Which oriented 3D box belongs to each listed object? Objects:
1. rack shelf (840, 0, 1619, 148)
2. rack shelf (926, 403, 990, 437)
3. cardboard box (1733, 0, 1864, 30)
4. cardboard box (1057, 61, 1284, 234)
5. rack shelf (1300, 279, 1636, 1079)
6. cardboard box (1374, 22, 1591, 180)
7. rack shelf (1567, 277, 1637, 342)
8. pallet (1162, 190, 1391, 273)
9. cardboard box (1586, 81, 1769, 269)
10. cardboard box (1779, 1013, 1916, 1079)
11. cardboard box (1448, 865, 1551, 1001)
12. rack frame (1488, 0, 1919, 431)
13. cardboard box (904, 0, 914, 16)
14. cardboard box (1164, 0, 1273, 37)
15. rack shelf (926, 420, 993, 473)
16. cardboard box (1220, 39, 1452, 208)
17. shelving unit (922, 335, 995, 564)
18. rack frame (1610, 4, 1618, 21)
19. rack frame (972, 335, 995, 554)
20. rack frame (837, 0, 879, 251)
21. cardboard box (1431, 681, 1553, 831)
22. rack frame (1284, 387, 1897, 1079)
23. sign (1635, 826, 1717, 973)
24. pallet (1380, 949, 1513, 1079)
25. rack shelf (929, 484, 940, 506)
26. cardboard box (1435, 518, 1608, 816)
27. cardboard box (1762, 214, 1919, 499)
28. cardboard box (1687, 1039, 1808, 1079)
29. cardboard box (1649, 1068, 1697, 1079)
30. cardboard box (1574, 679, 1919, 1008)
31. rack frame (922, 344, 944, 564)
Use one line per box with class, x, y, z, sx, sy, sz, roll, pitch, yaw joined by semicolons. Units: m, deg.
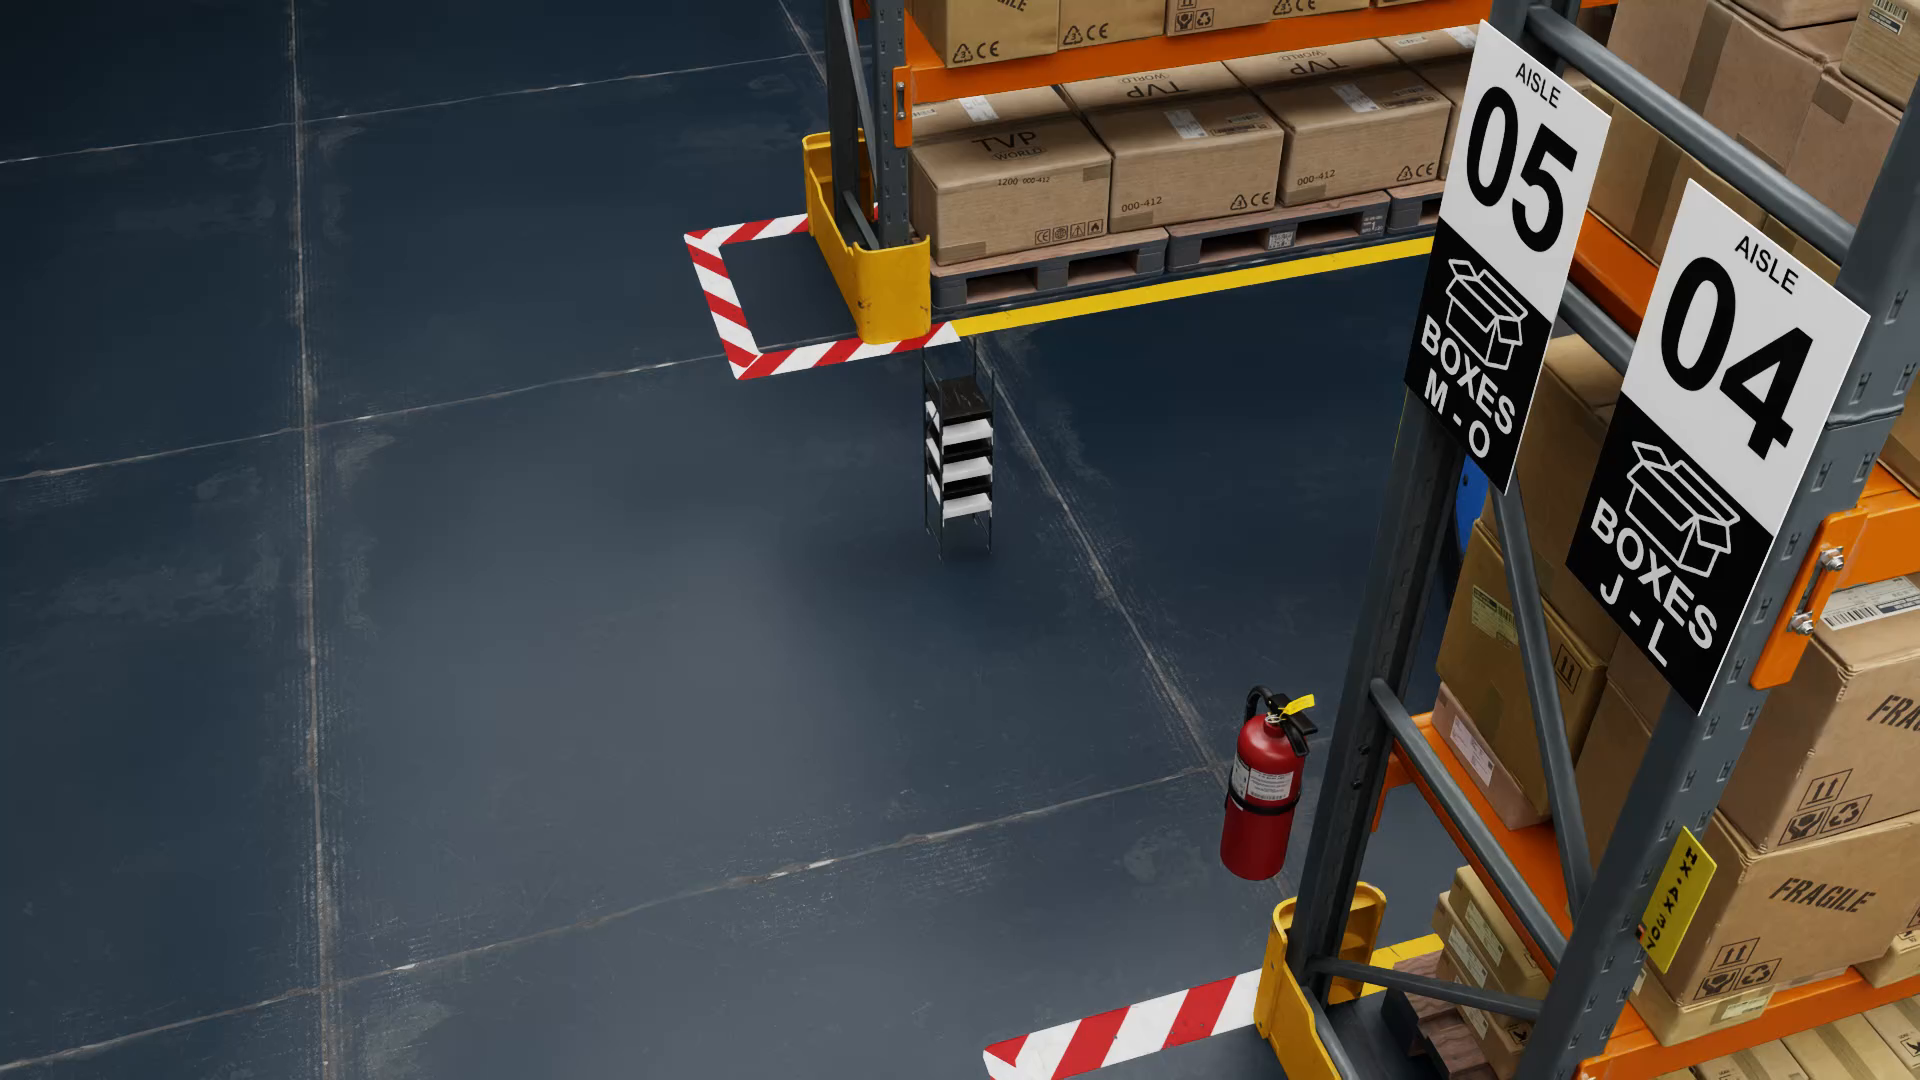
rack shelf;1.471;-2.563;7.950;4.000;0.370;1.077;-12;42;-13
rack shelf;6.915;-0.361;3.628;12.128;3.443;8.407;-12;42;-13
cardboard box;1.375;-1.014;2.782;0.250;0.149;0.380;-12;43;-13
cardboard box;1.033;-2.011;8.400;0.875;0.438;0.875;-11;42;-12
rack shelf;1.147;0.650;3.726;0.053;2.616;0.949;-12;42;-13
cardboard box;2.747;-2.366;8.806;0.875;0.438;0.875;-12;43;-14
rack shelf;3.054;-0.660;3.384;3.687;0.071;0.831;-12;42;-13
pallet;1.464;-1.834;8.689;1.213;0.211;1.003;-12;42;-13
cardboard box;1.501;-0.681;3.084;0.500;0.250;0.500;-13;43;-14
cardboard box;2.254;1.350;4.321;0.250;0.149;0.380;-12;43;-13
cardboard box;1.575;1.076;4.634;0.250;0.149;0.380;-11;42;-13
rack frame;1.146;-1.611;1.755;0.127;3.000;1.000;-12;42;-13
cardboard box;-0.056;-2.738;7.528;0.500;0.500;0.500;-11;42;-13
cardboard box;1.072;-2.598;7.367;0.500;0.500;0.500;-12;43;-13
rack shelf;-0.008;-0.380;6.415;0.200;0.077;0.258;-12;42;-13
cardboard box;1.893;-2.188;8.603;0.875;0.438;0.875;-13;43;-14
shelving unit;6.907;-0.138;3.832;12.137;4.047;8.426;-12;42;-13
rack frame;3.377;-3.231;8.169;0.053;2.616;0.949;-12;42;-13
rack frame;0.089;-0.357;6.475;0.006;0.900;0.240;-12;42;-13
rack frame;-0.438;-2.441;7.264;0.053;2.616;0.949;-12;42;-13
cardboard box;1.372;0.501;4.088;0.250;0.149;0.380;-12;42;-13
rack frame;1.146;0.648;3.729;0.127;3.000;1.000;-12;42;-13
sign;1.309;0.662;3.054;0.005;0.325;0.100;-12;42;-13
pallet;2.004;1.545;4.822;1.213;0.211;1.003;-12;42;-13
rack shelf;-0.008;-0.188;6.583;0.184;0.015;0.199;-12;42;-13
cardboard box;1.498;0.248;3.884;0.500;0.500;0.500;-11;42;-12
cardboard box;1.651;-0.354;2.709;0.529;0.250;0.529;-13;43;-14
cardboard box;1.975;1.319;4.356;0.250;0.149;0.380;-11;42;-12
cardboard box;1.748;1.449;4.207;0.250;0.149;0.380;-14;43;-15
cardboard box;1.657;0.583;3.501;0.500;0.500;0.500;-10;42;-11
rack frame;-0.105;-0.317;6.429;0.006;0.900;0.240;-12;42;-13
